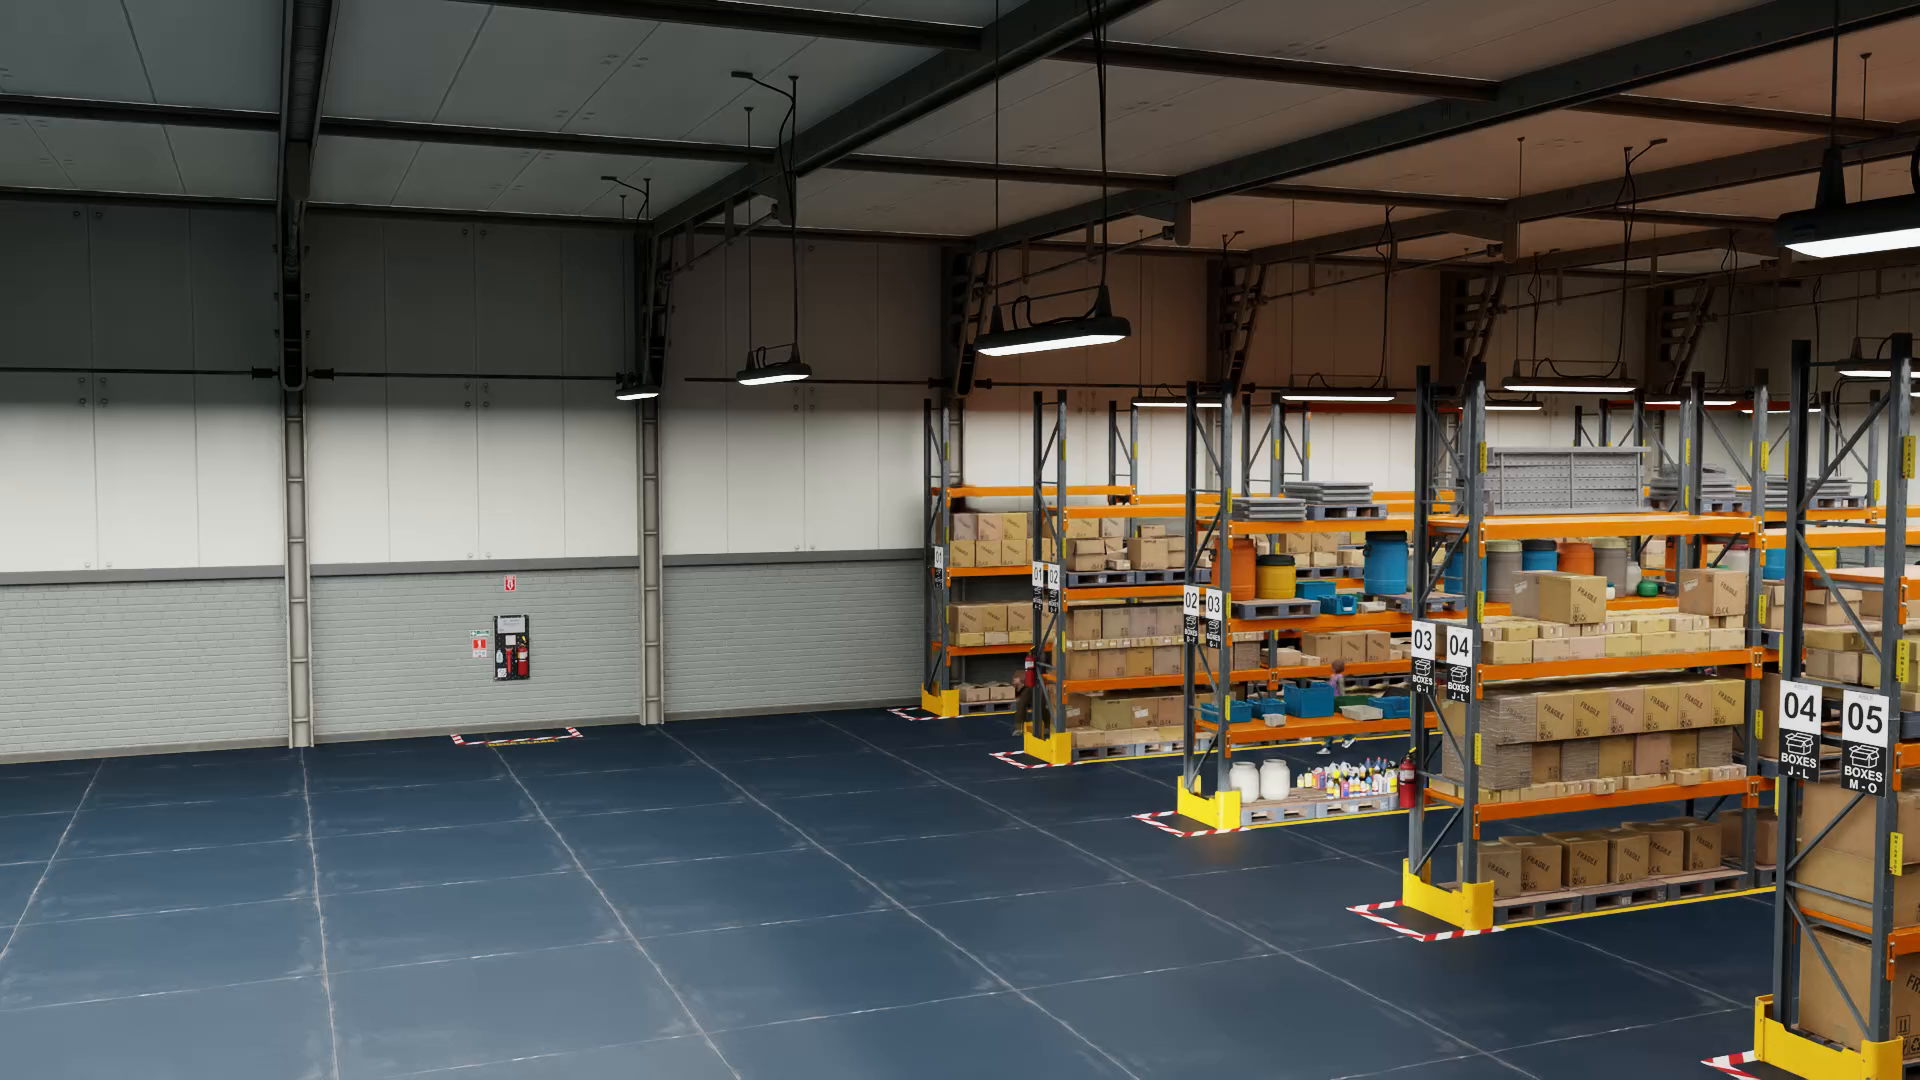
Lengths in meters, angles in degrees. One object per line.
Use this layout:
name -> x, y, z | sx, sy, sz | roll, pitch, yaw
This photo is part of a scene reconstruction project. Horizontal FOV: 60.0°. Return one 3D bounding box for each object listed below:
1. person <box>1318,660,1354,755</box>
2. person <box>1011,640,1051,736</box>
person -> 6.249, 2.756, 27.570 | 0.840, 1.555, 0.544 | -2, 4, -27
person -> 1.310, 2.623, 29.224 | 0.892, 1.826, 0.582 | -1, 4, -19
